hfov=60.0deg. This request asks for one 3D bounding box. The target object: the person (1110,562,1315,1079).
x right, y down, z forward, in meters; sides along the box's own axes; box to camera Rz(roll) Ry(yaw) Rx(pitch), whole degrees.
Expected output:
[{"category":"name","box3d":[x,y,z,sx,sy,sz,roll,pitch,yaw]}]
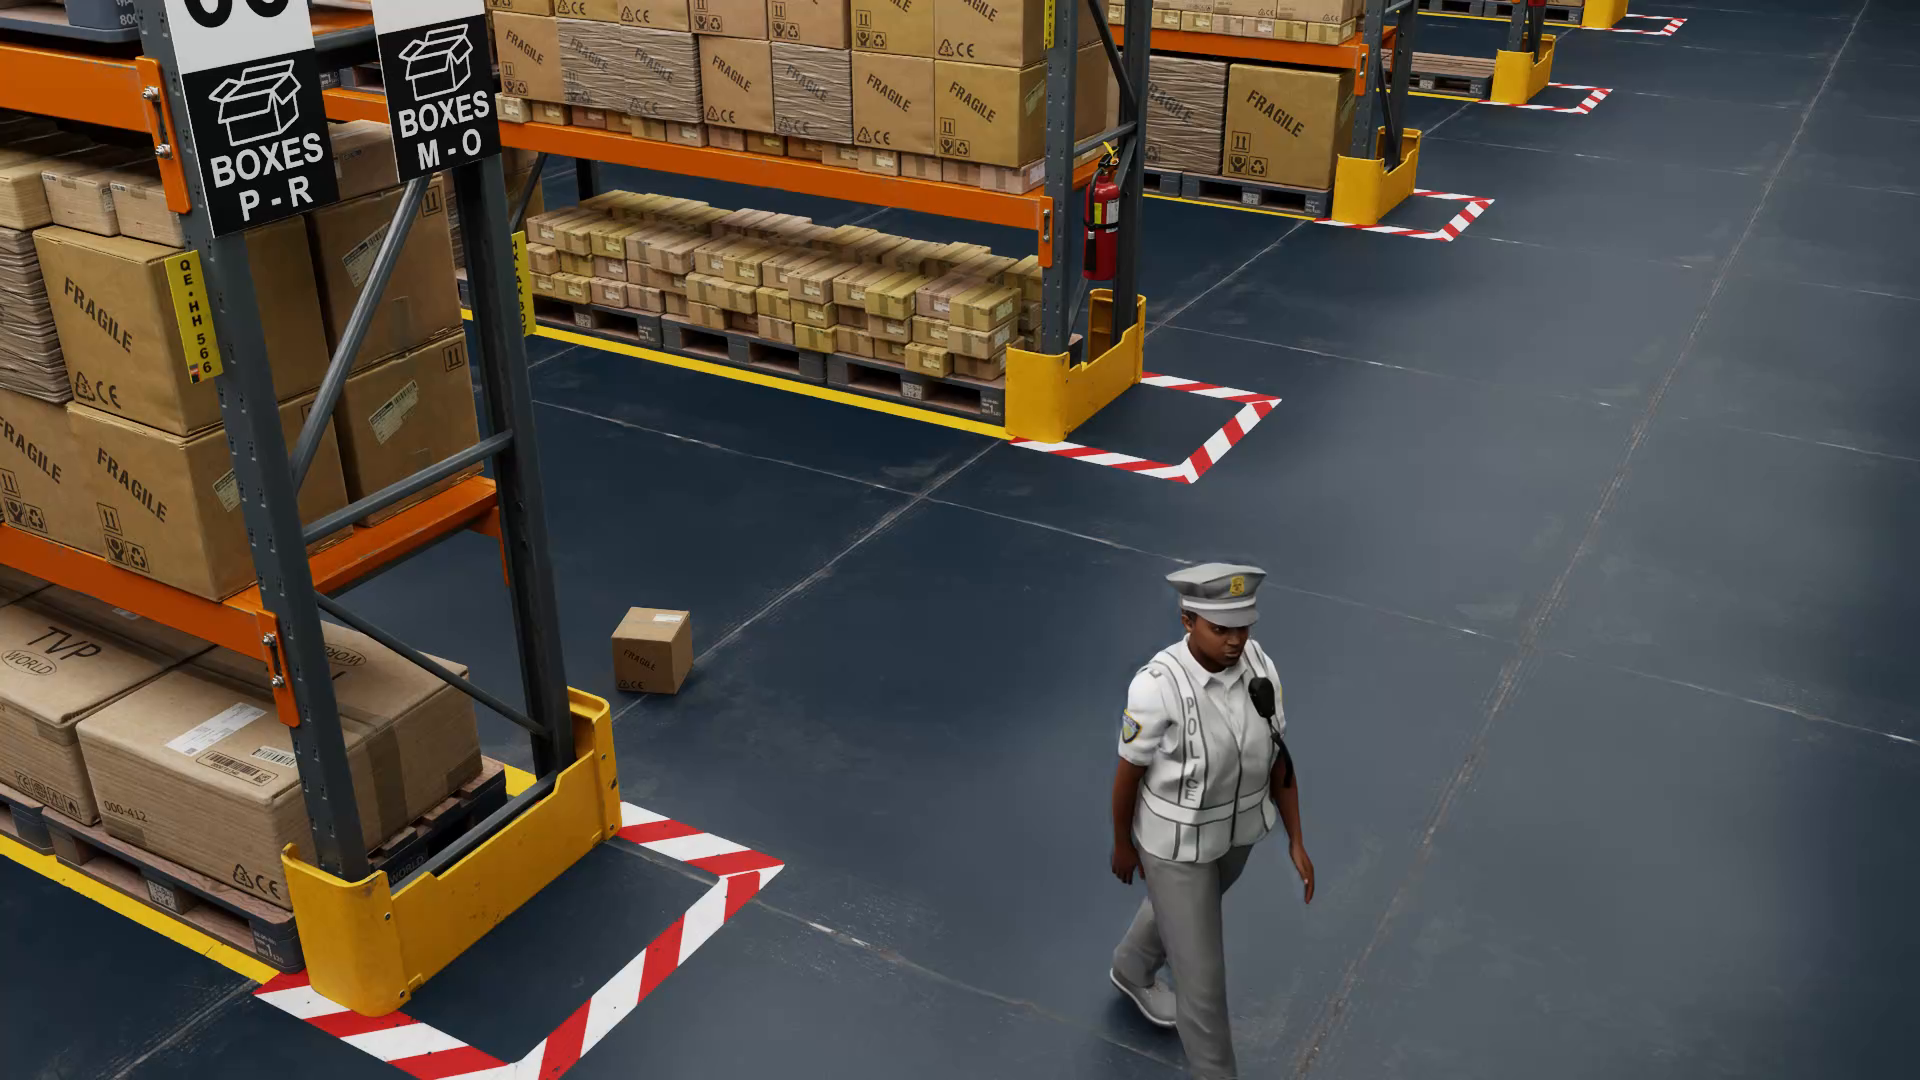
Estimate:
[{"category":"person","box3d":[0.696,0.819,4.436,0.458,1.653,0.932,-15,31,-28]}]
